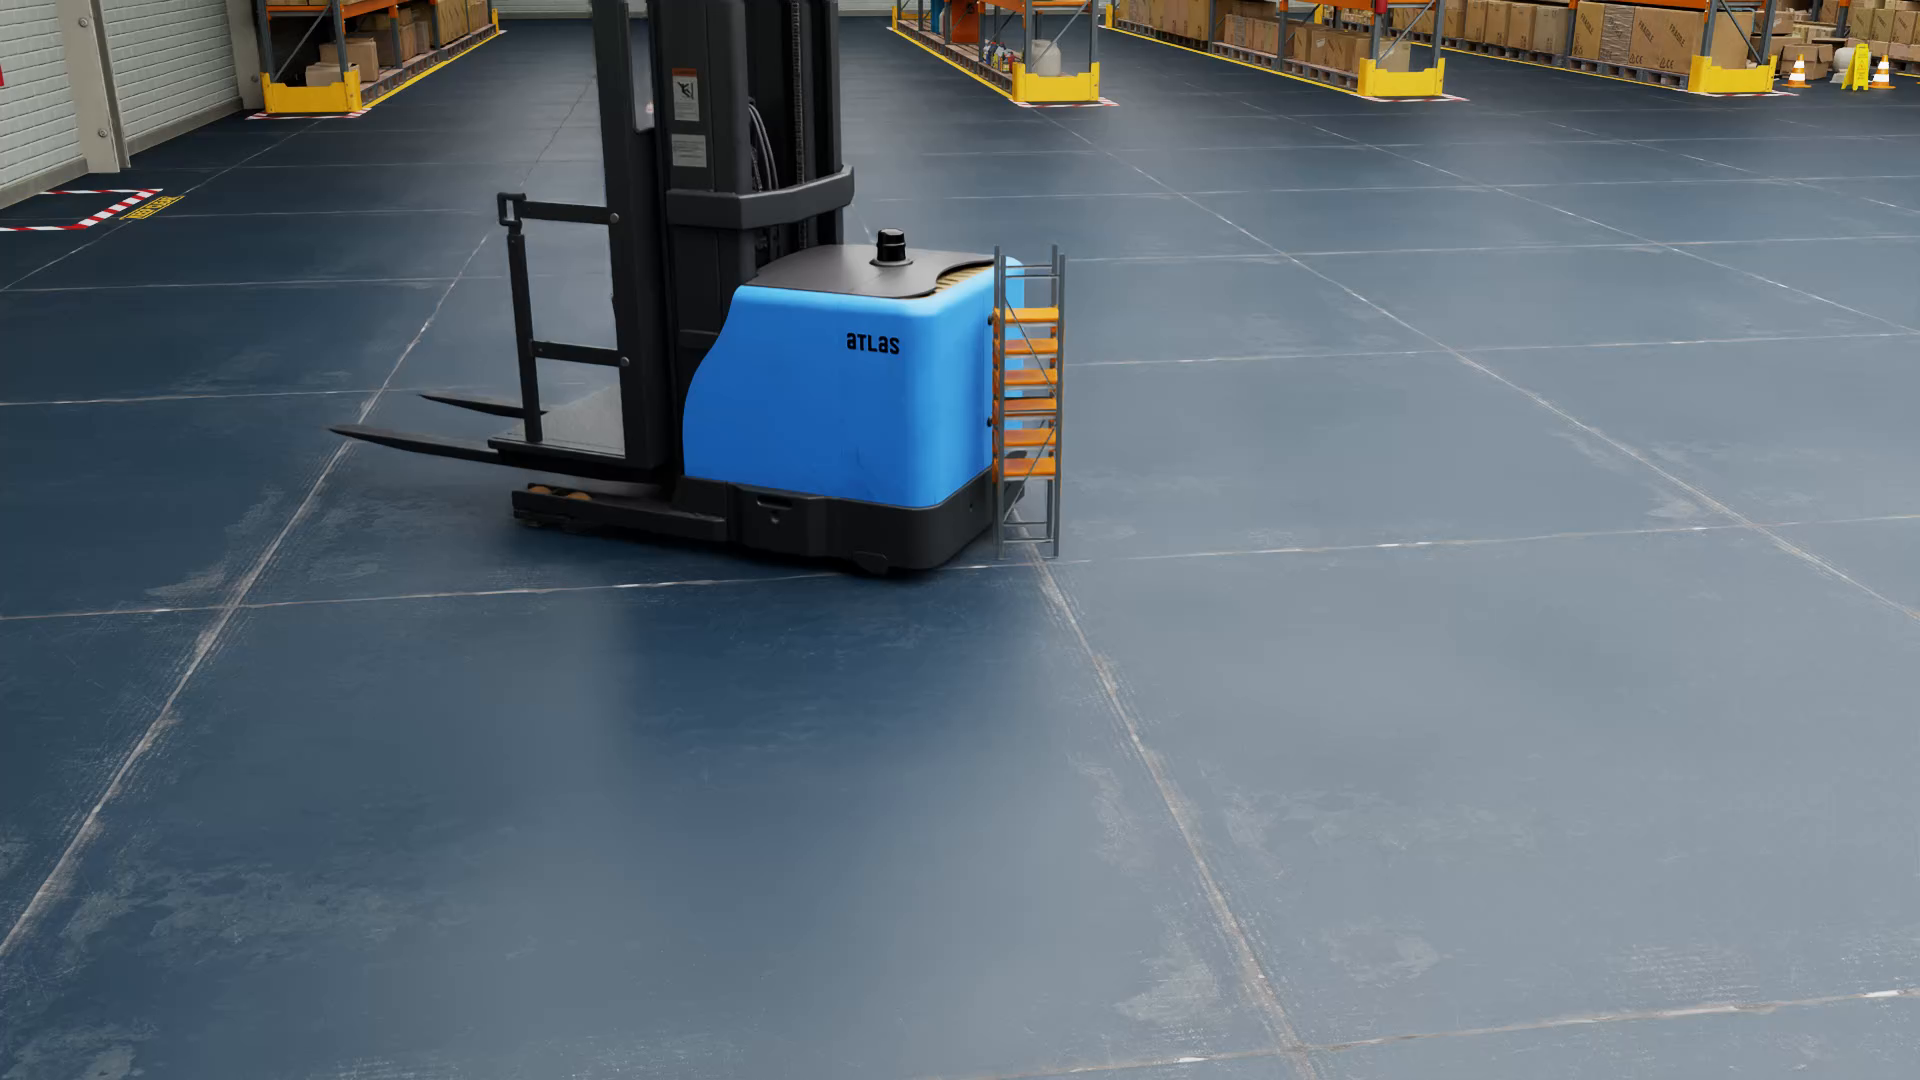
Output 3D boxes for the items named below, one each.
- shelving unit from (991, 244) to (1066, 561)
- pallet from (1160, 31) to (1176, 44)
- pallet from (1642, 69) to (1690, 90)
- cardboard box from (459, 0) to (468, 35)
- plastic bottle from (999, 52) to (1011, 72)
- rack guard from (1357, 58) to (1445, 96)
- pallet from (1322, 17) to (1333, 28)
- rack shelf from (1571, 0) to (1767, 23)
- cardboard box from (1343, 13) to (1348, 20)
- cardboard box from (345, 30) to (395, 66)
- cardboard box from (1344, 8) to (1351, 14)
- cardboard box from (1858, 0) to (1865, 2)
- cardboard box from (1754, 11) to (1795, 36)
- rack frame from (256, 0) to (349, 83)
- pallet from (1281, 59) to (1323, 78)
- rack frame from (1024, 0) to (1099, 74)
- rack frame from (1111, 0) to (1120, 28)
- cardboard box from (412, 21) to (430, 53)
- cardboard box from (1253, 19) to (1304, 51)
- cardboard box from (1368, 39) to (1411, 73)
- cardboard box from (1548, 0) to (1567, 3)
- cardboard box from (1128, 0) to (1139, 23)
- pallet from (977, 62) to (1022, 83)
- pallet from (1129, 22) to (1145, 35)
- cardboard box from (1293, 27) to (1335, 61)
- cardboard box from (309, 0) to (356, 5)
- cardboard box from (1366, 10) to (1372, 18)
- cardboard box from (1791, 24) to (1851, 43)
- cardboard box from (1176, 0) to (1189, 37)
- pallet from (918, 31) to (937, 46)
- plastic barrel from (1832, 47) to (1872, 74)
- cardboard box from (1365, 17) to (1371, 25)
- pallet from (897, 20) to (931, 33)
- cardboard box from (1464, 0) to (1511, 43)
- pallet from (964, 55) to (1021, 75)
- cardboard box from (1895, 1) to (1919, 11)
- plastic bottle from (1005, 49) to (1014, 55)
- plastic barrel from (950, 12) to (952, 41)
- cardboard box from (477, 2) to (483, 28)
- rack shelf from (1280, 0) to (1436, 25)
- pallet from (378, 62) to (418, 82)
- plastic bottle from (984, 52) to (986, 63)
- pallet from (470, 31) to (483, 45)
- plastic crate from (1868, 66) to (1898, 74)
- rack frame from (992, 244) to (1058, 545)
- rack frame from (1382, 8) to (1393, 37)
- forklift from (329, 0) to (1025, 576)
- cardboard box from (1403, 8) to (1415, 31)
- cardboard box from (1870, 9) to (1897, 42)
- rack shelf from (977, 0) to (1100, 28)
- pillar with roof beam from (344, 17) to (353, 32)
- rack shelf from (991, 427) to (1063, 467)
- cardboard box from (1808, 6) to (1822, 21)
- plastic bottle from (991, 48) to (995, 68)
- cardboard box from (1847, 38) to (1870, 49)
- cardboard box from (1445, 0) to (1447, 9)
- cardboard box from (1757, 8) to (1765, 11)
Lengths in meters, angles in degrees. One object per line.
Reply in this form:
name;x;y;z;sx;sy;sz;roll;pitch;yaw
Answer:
shelving unit;0.258;-0.516;6.383;0.258;1.200;0.189;-2;21;-5
pallet;4.736;-10.320;34.045;1.003;0.211;1.213;-3;21;-8
pallet;11.010;-6.916;24.933;1.003;0.211;1.213;-3;21;-8
cardboard box;-9.933;-10.111;31.973;0.750;0.750;0.750;-3;21;-7
plastic bottle;0.671;-7.117;24.749;0.152;0.276;0.135;-3;21;-7
rack guard;6.269;-6.590;23.646;1.175;0.500;0.348;-3;21;-8
pallet;8.989;-11.874;38.206;1.003;0.211;1.213;-3;21;-8
rack shelf;10.914;-8.305;25.694;1.077;0.370;4.000;-3;21;-8
cardboard box;8.876;-11.804;37.506;0.380;0.149;0.250;-3;21;-8
cardboard box;-9.124;-7.659;25.880;0.700;0.500;0.500;-2;21;-6
cardboard box;8.886;-11.936;37.437;0.380;0.149;0.250;-4;21;-10
cardboard box;19.273;-11.470;35.184;0.380;0.149;0.250;-3;21;-8
cardboard box;13.752;-8.703;28.221;0.500;0.500;0.500;-3;21;-8
rack frame;-8.425;-6.985;21.131;1.000;3.000;0.127;-3;21;-8
pallet;5.835;-7.582;26.716;1.003;0.211;1.213;-3;21;-8
rack frame;1.378;-7.485;22.469;1.000;3.000;0.127;-3;21;-8
rack frame;3.973;-13.274;37.970;1.000;3.000;0.127;-3;21;-8
cardboard box;-9.423;-8.543;28.247;0.700;0.500;0.500;-3;21;-7
cardboard box;5.505;-8.728;28.742;0.700;0.500;0.500;-5;21;-12
cardboard box;6.206;-6.977;24.083;0.500;0.500;0.500;1;20;2
cardboard box;14.114;-12.231;38.237;0.875;0.438;0.875;-2;21;-6
cardboard box;4.276;-11.943;36.842;0.875;0.875;0.875;-3;21;-8
pallet;0.857;-7.329;26.037;1.003;0.211;1.213;-3;21;-8
pallet;4.338;-11.274;36.599;1.003;0.211;1.213;-3;21;-8
cardboard box;5.721;-8.005;26.834;0.500;0.500;0.500;-4;21;-9
cardboard box;-8.181;-7.109;21.649;0.500;0.250;0.500;-4;21;-9
cardboard box;9.005;-11.383;35.956;0.380;0.149;0.250;-4;21;-10
cardboard box;15.324;-9.015;29.722;0.950;0.372;0.625;-2;21;-4
cardboard box;4.927;-10.255;32.322;1.225;0.875;0.875;-3;21;-8
pallet;-0.281;-10.064;33.360;1.003;0.211;1.213;-3;21;-8
plastic barrel;14.290;-7.666;26.637;0.512;0.421;0.421;12;24;30
cardboard box;9.022;-11.267;36.069;0.380;0.149;0.250;-4;21;-10
pallet;-0.848;-11.431;37.019;1.003;0.211;1.213;-3;21;-8
cardboard box;10.048;-9.647;30.874;1.050;0.750;0.750;-3;21;-8
pallet;0.650;-7.833;27.388;1.003;0.211;1.213;-3;21;-8
cardboard box;15.404;-8.648;26.914;0.380;0.149;0.250;-2;21;-5
plastic bottle;0.739;-7.303;25.247;0.152;0.276;0.135;-3;21;-8
plastic barrel;-0.032;-9.645;31.209;0.421;0.512;0.421;0;20;0
cardboard box;-10.386;-10.966;34.762;0.700;0.500;0.500;-4;21;-10
rack shelf;5.991;-8.090;25.118;1.077;0.370;4.000;-3;21;-8
pallet;-9.115;-7.333;26.049;1.003;0.211;1.213;-3;21;-8
plastic bottle;0.429;-7.597;26.141;0.097;0.201;0.097;0;20;0
pallet;-10.187;-10.101;33.459;1.003;0.211;1.213;-3;21;-8
plastic crate;14.924;-7.667;27.129;0.402;0.080;0.583;-11;23;-26
rack frame;0.249;-0.548;6.468;0.240;1.200;0.006;-2;21;-5
rack frame;9.473;-12.105;34.838;1.000;3.000;0.127;-3;21;-8
forklift;-1.292;-1.559;6.702;3.031;2.935;1.130;8;22;22
cardboard box;9.395;-10.678;33.991;0.500;0.500;0.500;-2;21;-5
cardboard box;15.416;-8.477;27.382;0.500;0.500;0.500;-2;21;-6
rack shelf;1.090;-7.840;24.449;1.077;0.370;4.000;-3;21;-8
pillar with roof beam;-5.987;-12.289;26.757;9.100;9.000;0.400;-3;21;-8
rack shelf;0.258;-0.362;6.440;0.258;0.103;0.180;-2;21;-5
cardboard box;19.406;-11.819;37.315;0.500;0.311;0.500;-2;21;-6
plastic bottle;0.517;-7.378;25.437;0.061;0.283;0.133;-2;21;-5
cardboard box;15.327;-8.310;28.008;0.500;0.250;0.500;-4;21;-10
cardboard box;9.608;-10.495;32.428;0.500;0.250;0.500;-3;21;-7
cardboard box;18.747;-12.349;38.465;0.500;0.500;0.500;-3;21;-7
